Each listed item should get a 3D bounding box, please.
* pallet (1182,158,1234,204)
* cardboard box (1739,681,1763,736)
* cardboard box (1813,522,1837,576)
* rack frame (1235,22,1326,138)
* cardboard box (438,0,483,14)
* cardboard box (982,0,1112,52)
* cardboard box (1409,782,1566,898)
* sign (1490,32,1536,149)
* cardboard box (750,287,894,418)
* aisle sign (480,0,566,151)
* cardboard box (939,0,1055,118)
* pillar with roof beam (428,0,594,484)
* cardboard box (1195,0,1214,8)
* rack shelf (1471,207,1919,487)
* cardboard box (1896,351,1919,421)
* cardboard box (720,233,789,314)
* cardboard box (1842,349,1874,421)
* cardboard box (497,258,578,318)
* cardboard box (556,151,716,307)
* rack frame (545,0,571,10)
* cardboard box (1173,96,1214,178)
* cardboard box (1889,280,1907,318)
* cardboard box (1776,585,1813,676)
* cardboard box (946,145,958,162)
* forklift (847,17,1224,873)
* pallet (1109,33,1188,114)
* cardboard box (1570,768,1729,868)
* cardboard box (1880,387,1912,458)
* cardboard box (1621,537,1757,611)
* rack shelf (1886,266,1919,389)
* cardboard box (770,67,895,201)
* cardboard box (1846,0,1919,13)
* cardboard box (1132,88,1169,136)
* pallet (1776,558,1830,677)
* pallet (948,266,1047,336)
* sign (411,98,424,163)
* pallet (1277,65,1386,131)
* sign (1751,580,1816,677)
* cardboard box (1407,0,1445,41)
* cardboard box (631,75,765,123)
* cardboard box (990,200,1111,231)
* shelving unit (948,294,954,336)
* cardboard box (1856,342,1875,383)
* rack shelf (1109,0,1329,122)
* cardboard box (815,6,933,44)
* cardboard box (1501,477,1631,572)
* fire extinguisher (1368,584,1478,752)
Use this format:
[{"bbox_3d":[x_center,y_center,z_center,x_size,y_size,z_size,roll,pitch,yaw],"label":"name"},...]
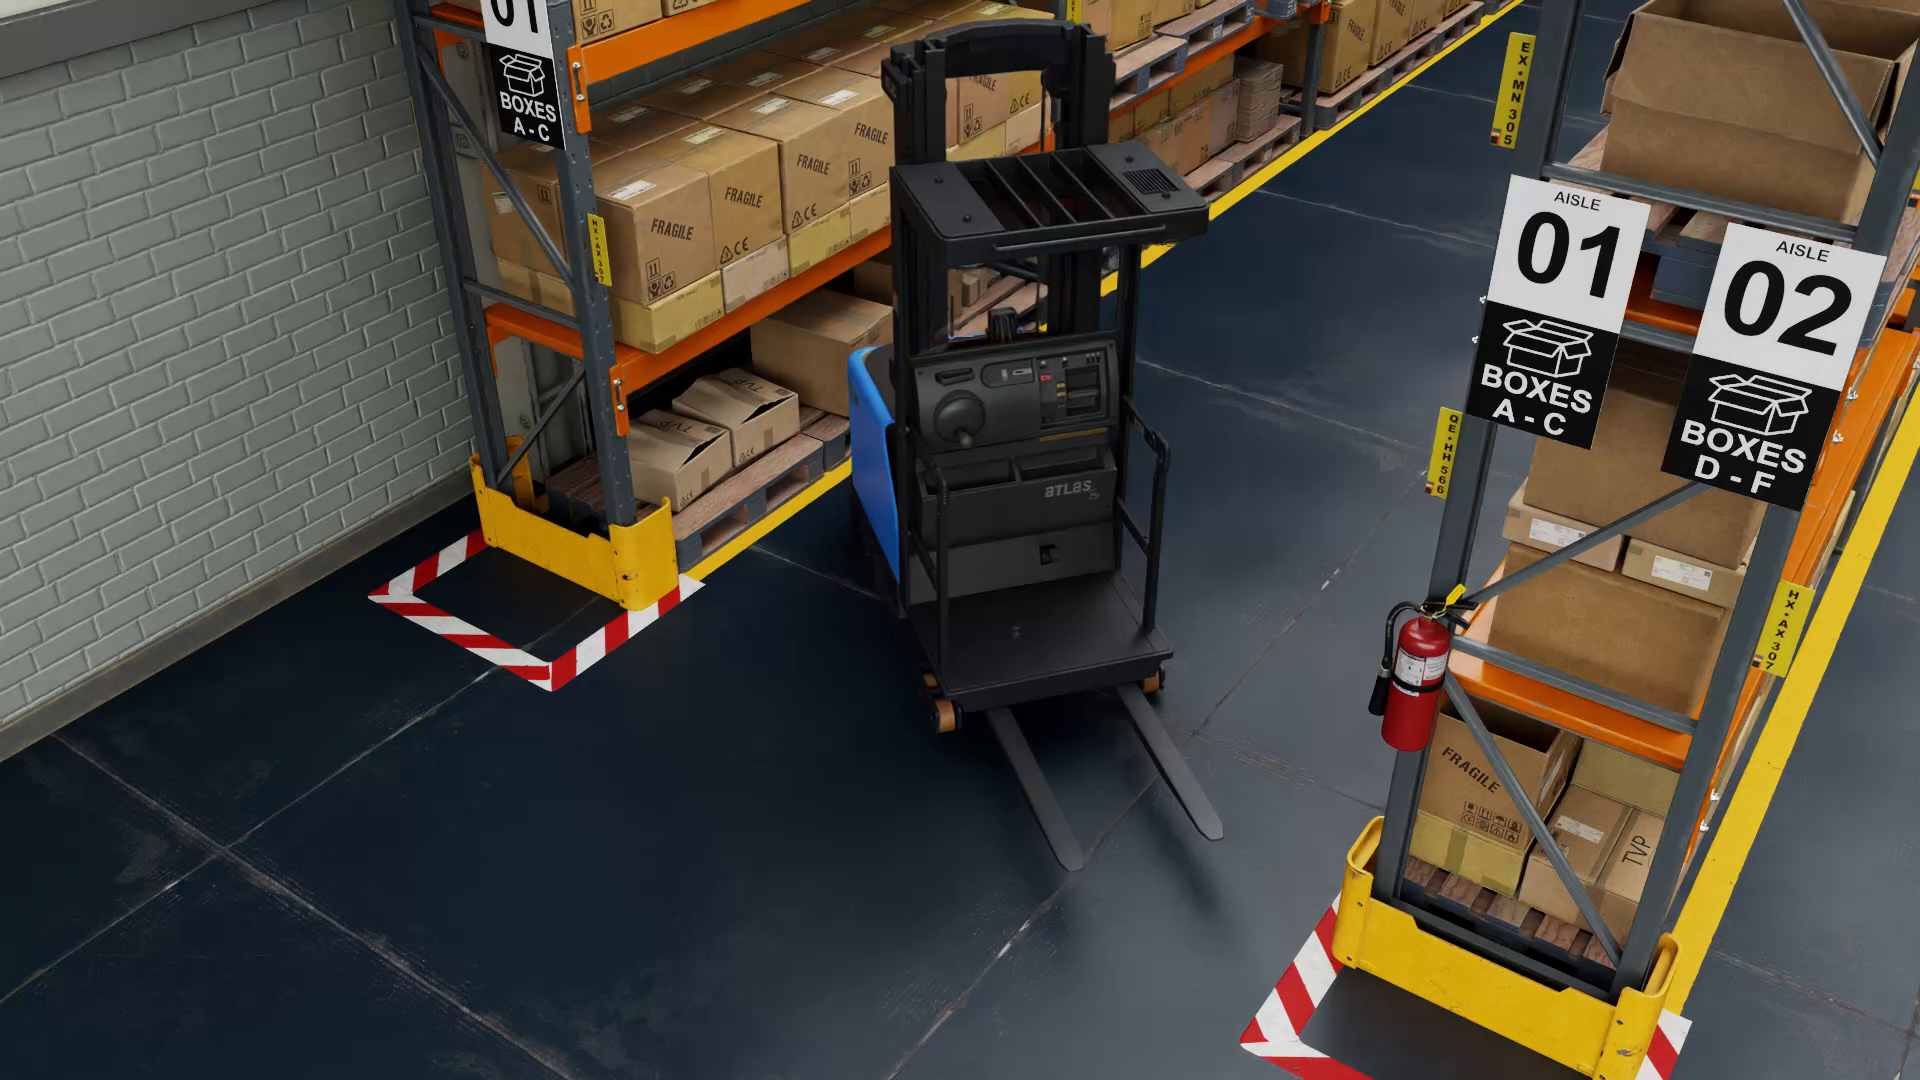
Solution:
[{"bbox_3d":[1.372,-2.709,12.742,1.003,0.211,1.213,21,39,28],"label":"pallet"},{"bbox_3d":[3.071,0.494,6.928,0.500,0.500,0.500,21,39,28],"label":"cardboard box"},{"bbox_3d":[3.926,-0.197,7.949,0.500,0.500,0.500,21,39,28],"label":"cardboard box"},{"bbox_3d":[2.515,-4.782,13.319,1.000,3.000,0.127,21,39,28],"label":"rack frame"},{"bbox_3d":[-2.017,-2.665,7.405,0.500,0.500,0.500,24,41,31],"label":"cardboard box"},{"bbox_3d":[0.552,-3.388,10.776,0.700,0.500,0.500,21,40,28],"label":"cardboard box"},{"bbox_3d":[2.088,1.104,6.695,0.500,0.250,0.500,21,39,28],"label":"cardboard box"},{"bbox_3d":[1.587,-1.276,4.737,0.100,0.325,0.005,21,39,28],"label":"sign"},{"bbox_3d":[-0.794,-1.121,9.744,0.700,0.500,0.500,19,38,25],"label":"cardboard box"},{"bbox_3d":[-1.841,-2.048,6.956,0.394,0.787,0.004,21,39,28],"label":"aisle sign"},{"bbox_3d":[0.218,-2.882,9.956,0.500,0.500,0.500,21,39,28],"label":"cardboard box"},{"bbox_3d":[1.178,-2.809,5.046,9.100,9.000,0.400,21,39,28],"label":"pillar with roof beam"},{"bbox_3d":[1.563,-4.206,11.985,0.700,0.500,0.500,21,39,28],"label":"cardboard box"},{"bbox_3d":[3.165,-1.385,6.260,1.077,0.370,4.000,21,39,28],"label":"rack shelf"},{"bbox_3d":[5.036,-0.967,9.257,0.500,0.311,0.500,21,39,28],"label":"cardboard box"},{"bbox_3d":[-1.223,-1.413,8.454,0.500,0.250,0.500,20,39,27],"label":"cardboard box"},{"bbox_3d":[3.762,-0.951,7.565,0.700,0.500,0.500,21,39,28],"label":"cardboard box"},{"bbox_3d":[-1.940,-1.324,8.321,0.500,0.250,0.500,22,40,29],"label":"cardboard box"},{"bbox_3d":[-1.528,-1.481,7.884,0.500,0.500,0.500,21,39,28],"label":"cardboard box"},{"bbox_3d":[-2.047,-3.585,6.194,1.000,3.000,0.127,21,39,28],"label":"rack frame"},{"bbox_3d":[1.498,-3.143,12.734,0.700,0.500,0.500,21,39,28],"label":"cardboard box"},{"bbox_3d":[3.888,-1.121,7.238,0.380,0.149,0.250,21,39,28],"label":"cardboard box"},{"bbox_3d":[3.654,0.349,7.811,0.500,0.250,0.500,21,39,28],"label":"cardboard box"},{"bbox_3d":[-0.352,-2.109,9.483,0.500,0.250,0.500,21,39,28],"label":"cardboard box"},{"bbox_3d":[0.321,-0.581,7.168,1.130,2.935,3.031,-9,35,-14],"label":"forklift"},{"bbox_3d":[0.789,-3.167,11.102,1.003,0.211,1.213,21,39,28],"label":"pallet"},{"bbox_3d":[2.795,1.038,6.792,0.500,0.250,0.500,21,39,28],"label":"cardboard box"},{"bbox_3d":[5.032,-0.737,9.417,0.500,0.250,0.500,22,40,29],"label":"cardboard box"},{"bbox_3d":[2.425,0.058,5.493,0.380,0.149,0.250,21,39,28],"label":"cardboard box"},{"bbox_3d":[5.446,-1.983,9.822,1.077,0.370,4.000,21,39,28],"label":"rack shelf"},{"bbox_3d":[-0.653,-2.182,8.921,0.500,0.500,0.500,23,40,30],"label":"cardboard box"},{"bbox_3d":[3.196,-1.713,5.514,0.500,0.500,0.500,21,39,28],"label":"cardboard box"},{"bbox_3d":[1.182,-3.187,12.130,0.500,0.250,0.500,20,39,27],"label":"cardboard box"},{"bbox_3d":[3.818,0.147,8.520,1.003,0.211,1.213,21,39,28],"label":"pallet"},{"bbox_3d":[-0.120,-1.466,10.904,1.003,0.211,1.213,21,39,28],"label":"pallet"},{"bbox_3d":[-2.491,-1.897,7.738,0.100,0.325,0.005,21,39,28],"label":"sign"},{"bbox_3d":[3.026,-3.966,14.601,1.003,0.211,1.213,21,39,28],"label":"pallet"},{"bbox_3d":[2.477,0.269,5.007,0.100,0.325,0.005,21,39,28],"label":"sign"},{"bbox_3d":[4.027,-5.156,15.416,0.750,0.750,0.750,23,40,30],"label":"cardboard box"},{"bbox_3d":[-1.366,-2.110,8.814,0.500,0.500,0.500,20,39,27],"label":"cardboard box"},{"bbox_3d":[0.640,-2.432,11.683,0.700,0.500,0.500,23,40,30],"label":"cardboard box"},{"bbox_3d":[-0.182,-0.764,8.984,0.258,1.200,0.189,15,37,21],"label":"shelving unit"},{"bbox_3d":[3.452,-0.770,6.718,0.380,0.149,0.250,23,40,30],"label":"cardboard box"},{"bbox_3d":[1.374,-3.564,12.160,1.077,0.370,4.000,21,39,28],"label":"rack shelf"},{"bbox_3d":[-0.504,-2.811,9.852,0.500,0.500,0.500,21,39,28],"label":"cardboard box"},{"bbox_3d":[2.086,-0.067,5.678,0.380,0.149,0.250,21,39,27],"label":"cardboard box"},{"bbox_3d":[1.576,0.418,5.698,0.296,0.674,0.183,21,39,28],"label":"fire extinguisher"}]
